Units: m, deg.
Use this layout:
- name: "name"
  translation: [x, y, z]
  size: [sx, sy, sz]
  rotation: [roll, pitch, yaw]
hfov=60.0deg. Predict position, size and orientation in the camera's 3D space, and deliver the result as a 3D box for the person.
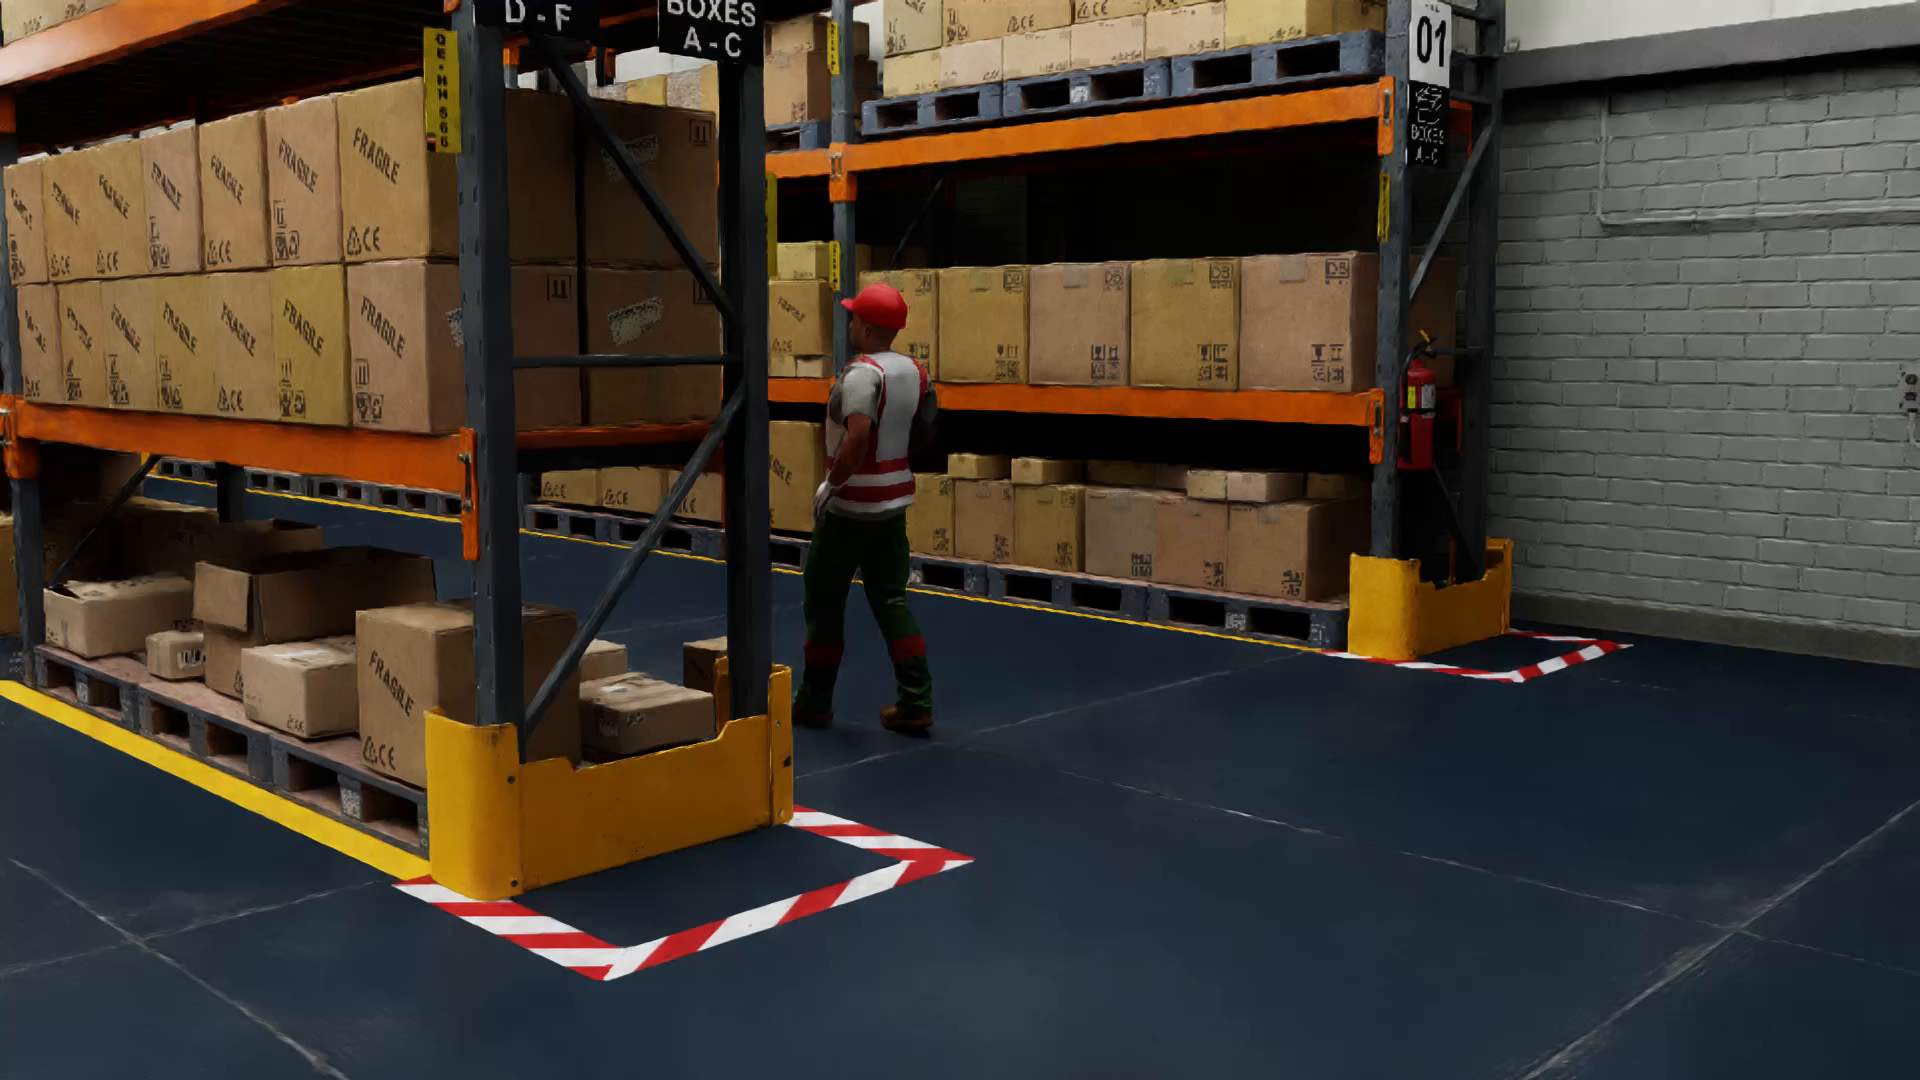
- name: "person"
  translation: [-0.460, -0.119, 6.653]
  size: [0.710, 1.794, 0.709]
  rotation: [5, 8, 35]
